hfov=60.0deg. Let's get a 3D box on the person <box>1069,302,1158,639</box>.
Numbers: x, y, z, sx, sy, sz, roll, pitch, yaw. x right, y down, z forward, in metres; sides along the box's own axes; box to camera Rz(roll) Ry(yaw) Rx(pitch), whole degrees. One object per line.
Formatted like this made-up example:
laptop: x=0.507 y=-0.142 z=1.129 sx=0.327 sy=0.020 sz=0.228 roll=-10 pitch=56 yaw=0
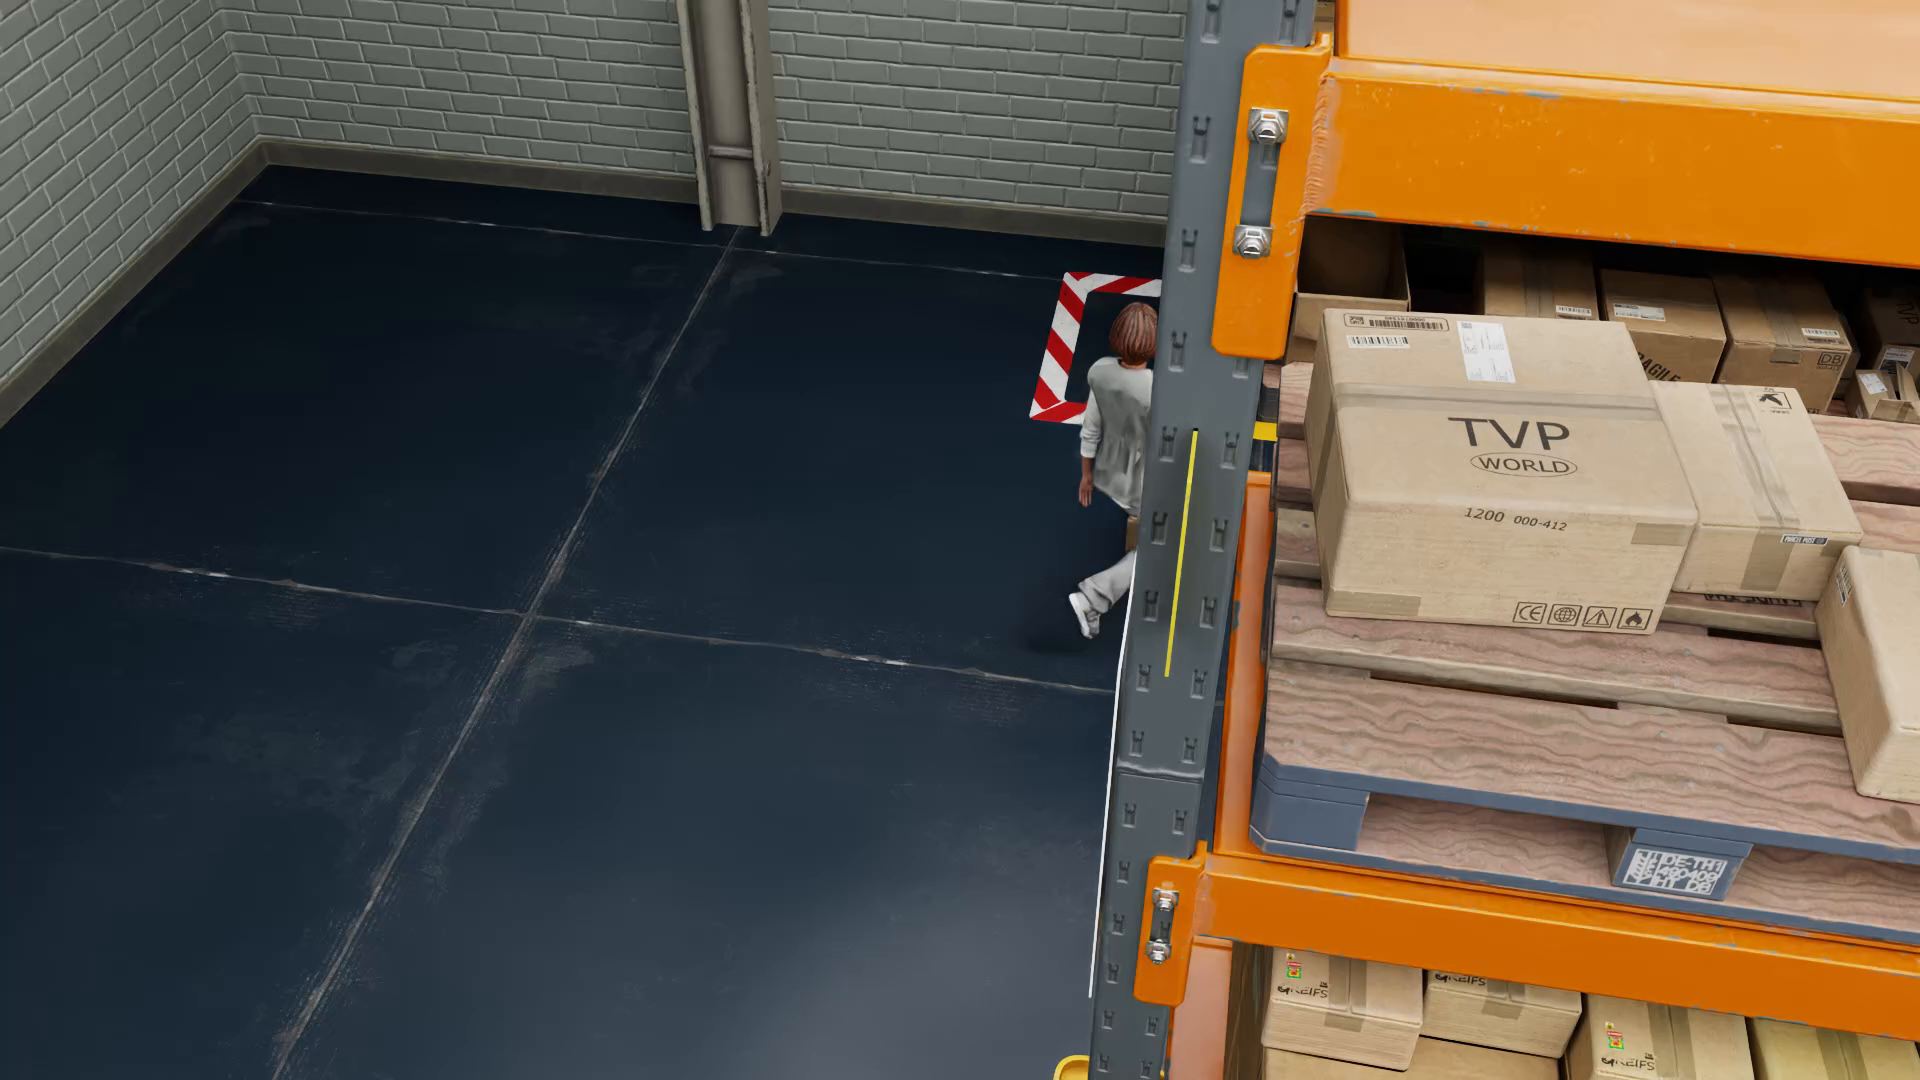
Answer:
person: x=0.698 y=-0.264 z=6.525 sx=0.799 sy=1.512 sz=0.422 roll=-32 pitch=50 yaw=-31
